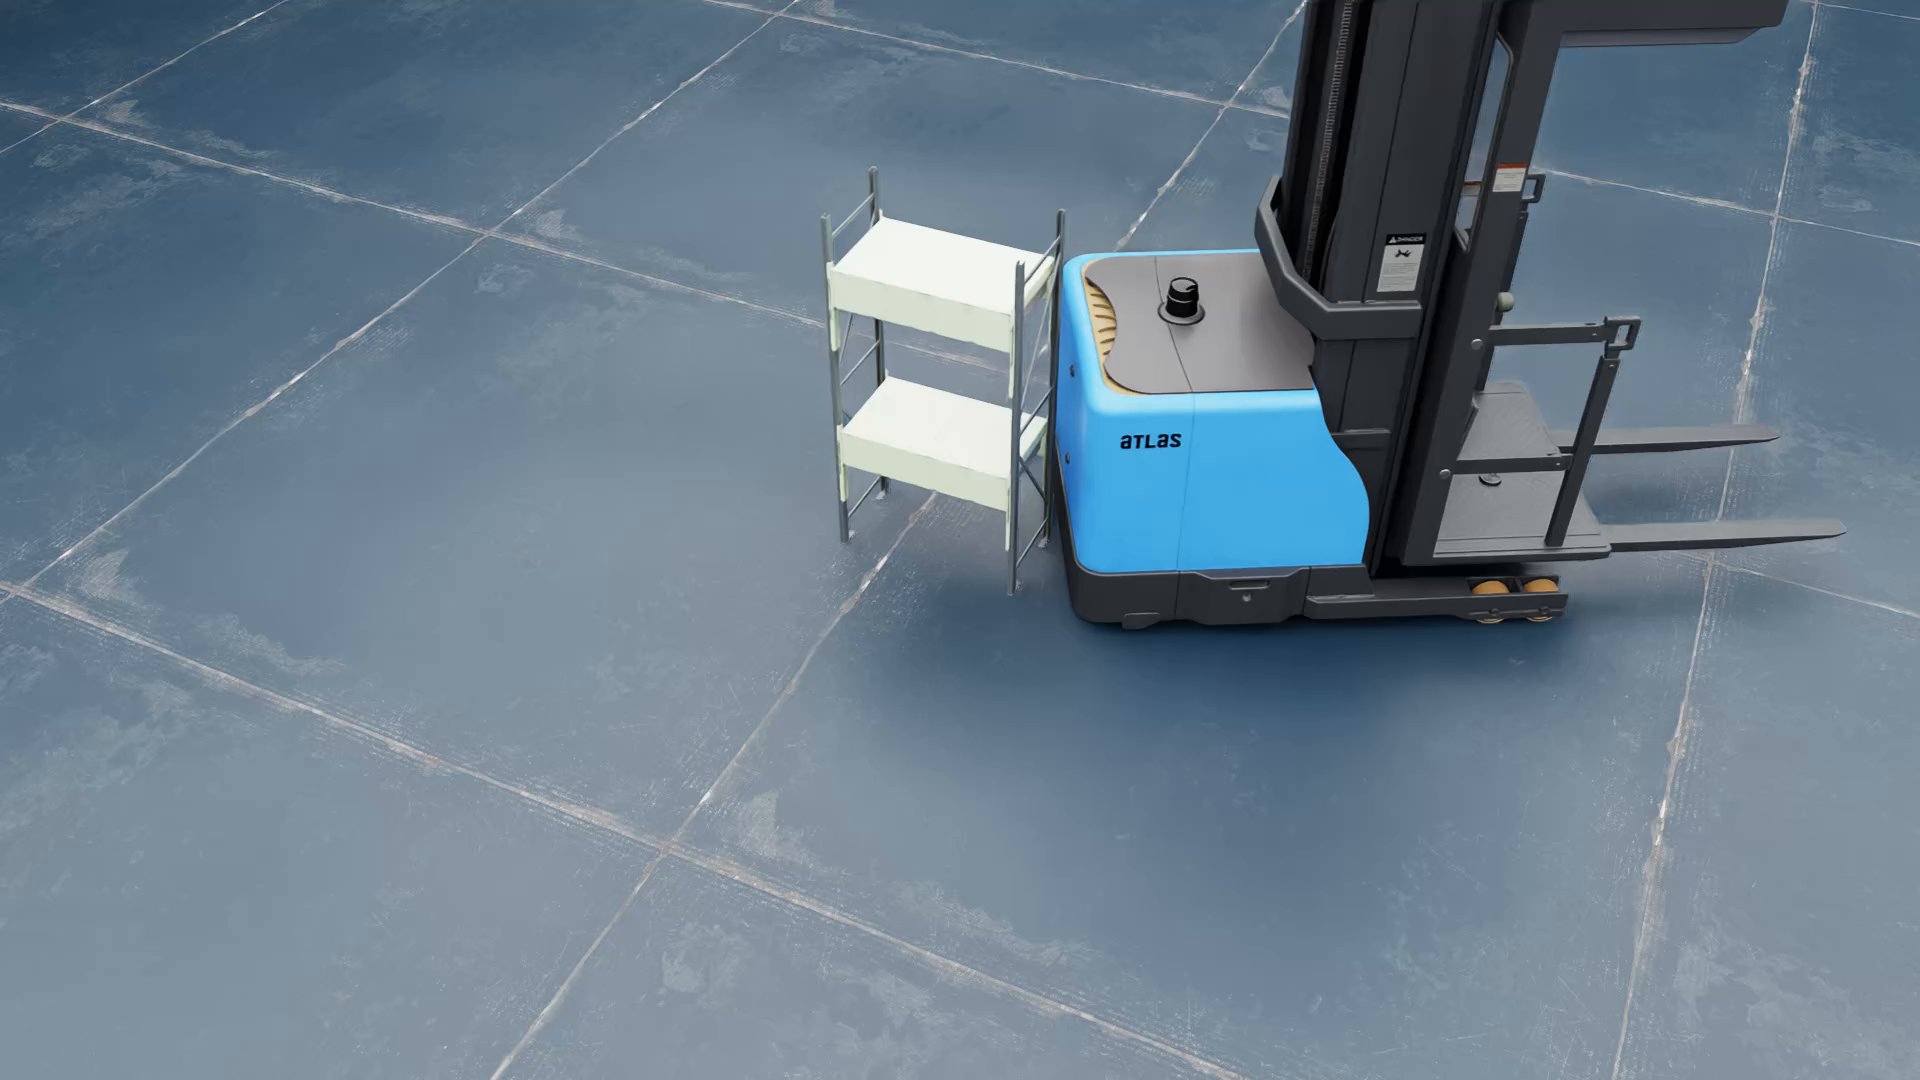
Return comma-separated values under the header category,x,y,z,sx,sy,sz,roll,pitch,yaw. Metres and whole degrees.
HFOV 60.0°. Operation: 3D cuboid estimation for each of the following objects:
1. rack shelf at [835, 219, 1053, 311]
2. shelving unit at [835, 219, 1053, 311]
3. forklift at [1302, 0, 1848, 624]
category,x,y,z,sx,sy,sz,roll,pitch,yaw
rack shelf,-0.057,-0.960,5.913,0.686,0.052,0.368,17,44,18
shelving unit,-0.057,-0.960,5.913,0.686,0.052,0.368,17,44,18
forklift,2.344,-1.073,5.902,2.170,2.733,1.118,-2,41,-2
